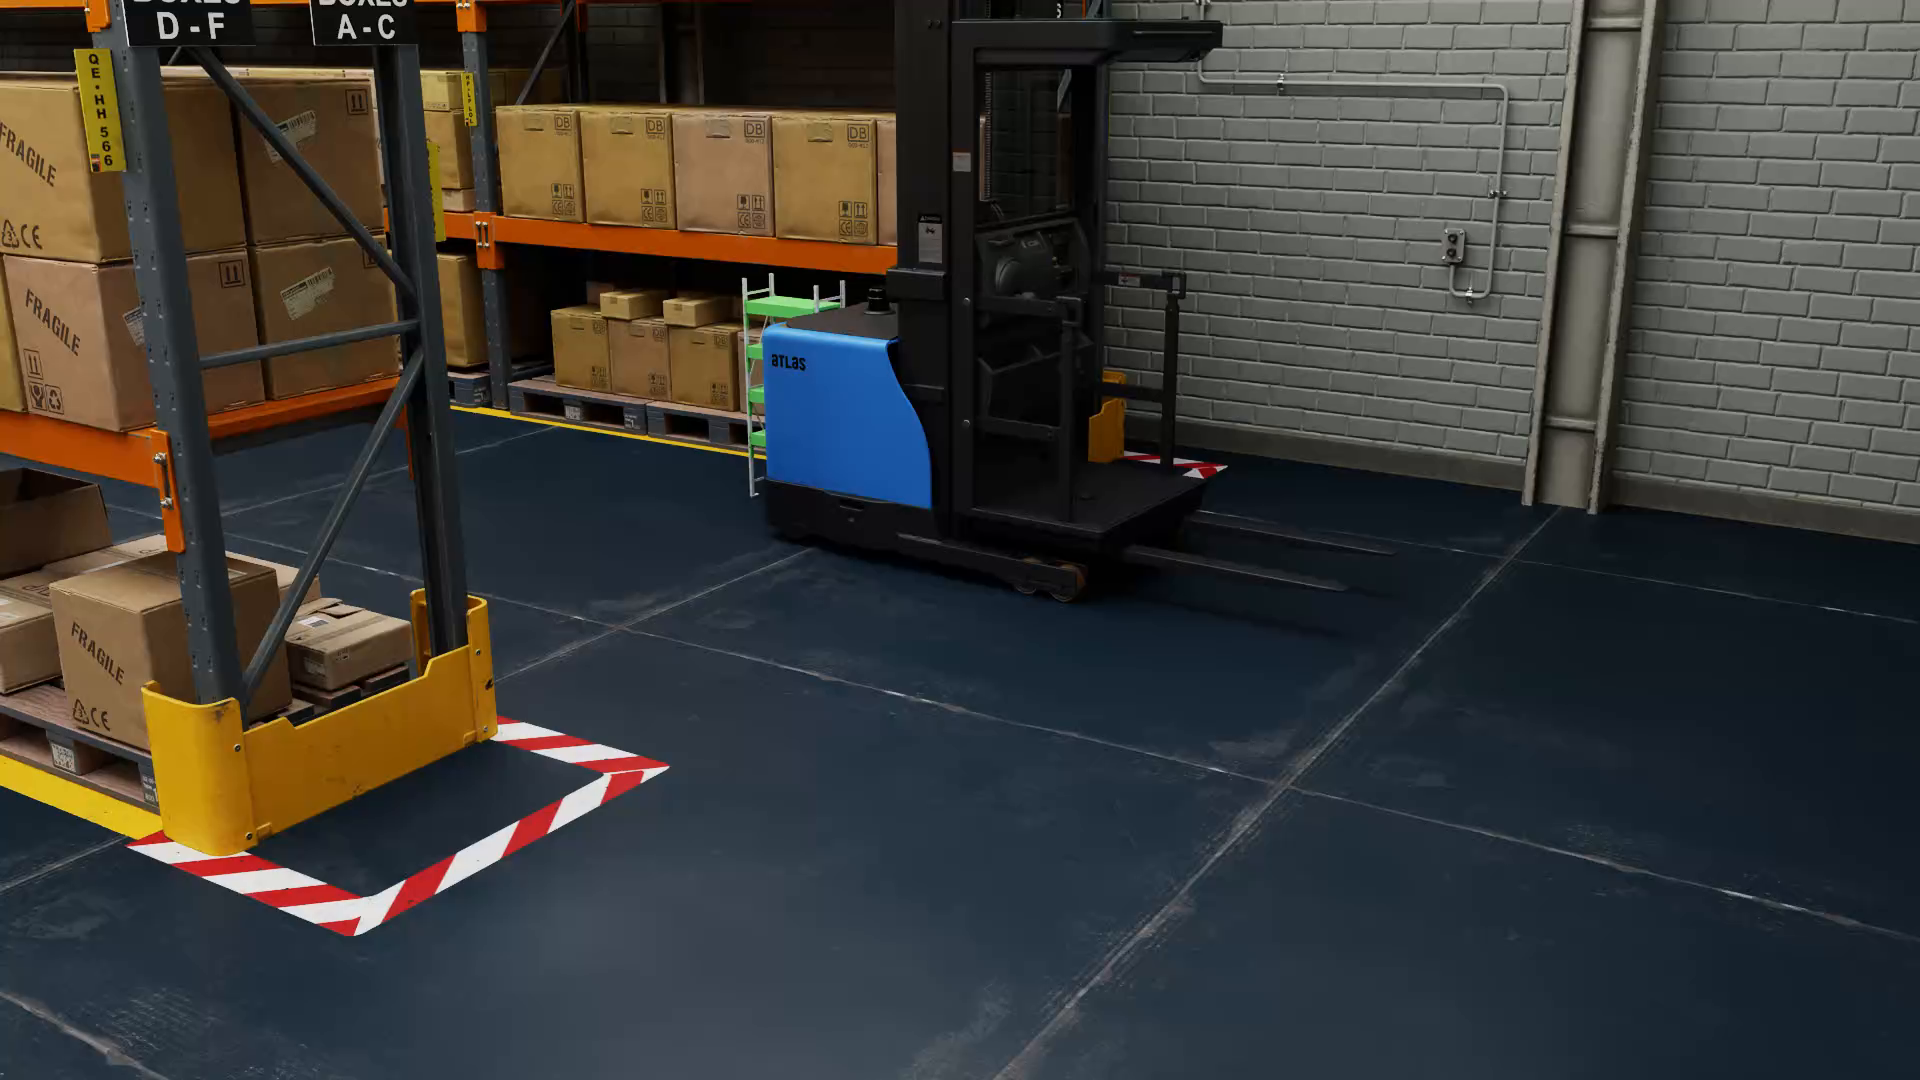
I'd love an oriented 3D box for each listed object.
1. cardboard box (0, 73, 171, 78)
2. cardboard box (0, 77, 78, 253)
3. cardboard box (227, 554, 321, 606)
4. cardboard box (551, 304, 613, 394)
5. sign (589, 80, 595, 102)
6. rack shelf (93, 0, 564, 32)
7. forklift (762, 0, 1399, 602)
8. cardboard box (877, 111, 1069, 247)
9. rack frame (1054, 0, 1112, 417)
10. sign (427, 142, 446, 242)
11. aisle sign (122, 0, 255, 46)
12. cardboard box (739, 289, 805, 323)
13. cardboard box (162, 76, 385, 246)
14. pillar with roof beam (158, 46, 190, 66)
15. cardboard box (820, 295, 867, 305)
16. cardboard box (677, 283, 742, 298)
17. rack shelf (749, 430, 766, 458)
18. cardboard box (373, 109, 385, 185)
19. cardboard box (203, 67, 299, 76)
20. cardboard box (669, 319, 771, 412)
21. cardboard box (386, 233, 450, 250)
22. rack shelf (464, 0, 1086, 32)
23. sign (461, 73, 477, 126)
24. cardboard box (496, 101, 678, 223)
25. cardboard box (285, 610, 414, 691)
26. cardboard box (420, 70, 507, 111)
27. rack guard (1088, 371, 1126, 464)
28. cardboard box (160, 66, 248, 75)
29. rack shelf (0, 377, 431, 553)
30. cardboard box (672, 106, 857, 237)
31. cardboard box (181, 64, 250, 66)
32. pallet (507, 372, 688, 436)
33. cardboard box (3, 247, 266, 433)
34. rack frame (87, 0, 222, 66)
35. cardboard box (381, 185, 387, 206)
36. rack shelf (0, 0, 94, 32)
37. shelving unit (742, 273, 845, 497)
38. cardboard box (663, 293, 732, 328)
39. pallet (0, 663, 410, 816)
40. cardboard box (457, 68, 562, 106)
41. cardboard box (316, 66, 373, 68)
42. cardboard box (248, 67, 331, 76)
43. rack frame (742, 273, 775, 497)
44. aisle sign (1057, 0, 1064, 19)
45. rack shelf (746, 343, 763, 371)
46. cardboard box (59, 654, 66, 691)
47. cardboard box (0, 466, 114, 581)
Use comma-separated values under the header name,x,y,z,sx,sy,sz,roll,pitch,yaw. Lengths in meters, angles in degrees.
name,x,y,z,sx,sy,sz,roll,pitch,yaw
cardboard box,-3.162,-1.420,6.004,0.500,0.500,0.500,10,20,31
cardboard box,-3.003,-1.209,5.308,0.500,0.500,0.500,11,20,32
cardboard box,-2.790,0.270,6.306,0.500,0.250,0.500,10,20,30
cardboard box,-2.284,-1.308,11.104,0.500,0.500,0.700,10,20,31
sign,-2.579,-3.032,11.576,0.005,0.325,0.100,10,20,30
rack shelf,-4.572,-3.837,11.930,4.000,0.370,1.077,10,20,30
forklift,0.522,-1.301,7.622,3.031,2.935,1.130,11,20,32
cardboard box,0.101,-2.052,9.461,0.700,0.700,0.980,11,20,33
rack frame,0.541,-1.834,9.257,0.127,3.000,1.000,10,20,30
sign,-1.765,-1.155,5.533,0.005,0.325,0.100,10,20,30
aisle sign,-2.151,-1.764,4.555,0.004,0.787,0.394,10,20,30
cardboard box,-1.194,-1.492,10.595,0.250,0.149,0.380,10,19,29
cardboard box,-2.289,-1.265,5.494,0.500,0.500,0.500,11,20,32
pillar with roof beam,-9.184,-5.267,10.237,0.400,9.000,9.100,10,20,30
cardboard box,-0.759,-1.415,10.340,0.250,0.149,0.380,10,20,31
cardboard box,-1.629,-1.570,10.851,0.250,0.149,0.380,9,19,28
rack shelf,-0.881,-0.511,9.044,0.480,0.148,0.258,11,20,33
cardboard box,-3.833,-2.725,11.473,0.500,0.500,0.500,10,20,31
cardboard box,-5.138,-3.320,12.140,0.500,0.250,0.500,10,20,30
cardboard box,-1.422,-1.152,10.591,0.500,0.500,0.700,11,20,31
cardboard box,-4.249,-1.816,12.174,0.750,0.750,0.750,11,20,32
rack shelf,-1.164,-3.229,9.927,4.000,0.370,1.077,10,20,30
sign,-3.144,-2.822,10.656,0.005,0.325,0.100,10,20,30
cardboard box,-2.414,-2.499,10.932,0.700,0.700,0.980,10,20,31
cardboard box,-2.226,0.398,6.057,0.250,0.149,0.380,10,20,30
cardboard box,-3.400,-3.008,11.116,0.500,0.250,0.500,11,20,31
rack guard,0.561,-0.634,9.609,0.348,0.500,1.175,10,20,30
cardboard box,-5.566,-3.395,12.388,0.500,0.250,0.500,10,19,29
rack shelf,-3.753,-0.566,6.323,4.000,0.370,1.077,10,20,30
cardboard box,-1.170,-2.279,10.205,0.700,0.700,0.980,9,19,27
cardboard box,-5.754,-3.604,13.078,0.500,0.250,0.500,11,20,32
pallet,-2.261,-0.973,11.221,1.213,0.211,1.003,10,20,30
cardboard box,-2.573,-0.655,5.204,0.500,0.500,0.500,11,20,32
rack frame,-6.276,-3.051,13.263,0.127,3.000,1.000,10,20,30
cardboard box,-3.985,-2.422,11.590,0.250,0.149,0.380,10,20,30
rack shelf,-7.981,-4.446,13.933,4.000,0.370,1.077,10,20,30
shelving unit,-0.881,-0.802,8.956,0.503,1.200,0.258,11,20,33
cardboard box,-1.643,-1.442,10.429,0.250,0.149,0.380,9,19,28
pallet,-2.793,0.595,6.058,1.213,0.211,1.003,10,20,30
cardboard box,-3.124,-3.135,11.533,0.500,0.250,0.500,11,20,32
cardboard box,-4.445,-3.369,12.302,0.500,0.250,0.500,10,19,29
cardboard box,-4.700,-3.244,11.890,0.500,0.250,0.500,10,19,29
rack frame,-1.083,-0.842,9.087,0.015,1.200,0.240,11,20,33
aisle sign,0.445,-2.992,8.599,0.004,0.787,0.394,10,20,30
rack shelf,-0.881,-0.970,8.905,0.480,0.148,0.258,11,20,33
cardboard box,-2.939,0.433,5.912,0.250,0.166,0.380,10,20,30
cardboard box,-3.854,0.054,6.582,0.637,0.503,0.797,10,20,30
